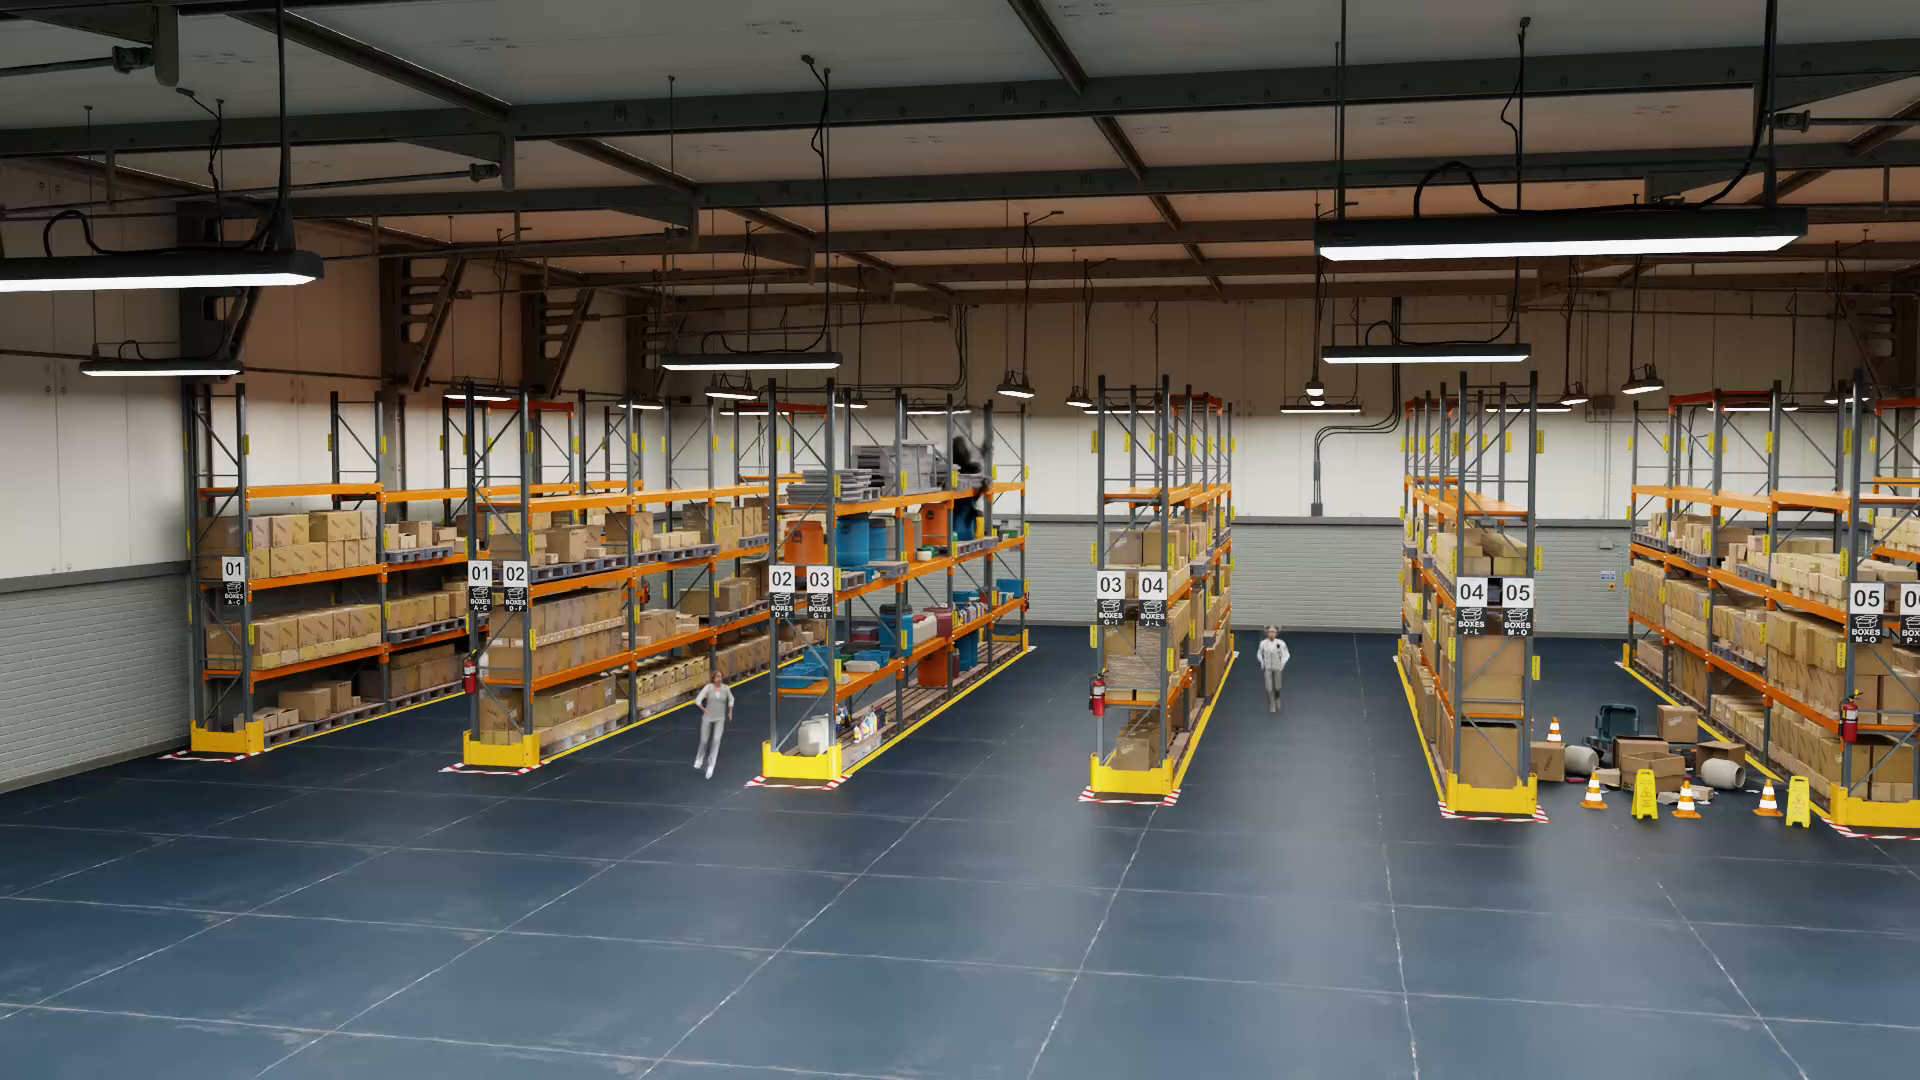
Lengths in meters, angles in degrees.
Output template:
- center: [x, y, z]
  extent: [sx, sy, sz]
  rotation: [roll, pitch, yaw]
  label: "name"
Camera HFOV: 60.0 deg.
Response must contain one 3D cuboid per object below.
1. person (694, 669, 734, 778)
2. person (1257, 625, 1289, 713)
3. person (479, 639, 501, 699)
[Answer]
- center: [-3.743, 2.817, 25.326]
  extent: [0.613, 1.508, 0.721]
  rotation: [-1, 3, -12]
  label: "person"
- center: [5.830, 2.400, 31.020]
  extent: [0.592, 1.651, 0.539]
  rotation: [1, 3, 15]
  label: "person"
- center: [-8.190, 2.526, 28.883]
  extent: [0.619, 1.638, 0.843]
  rotation: [1, 3, 10]
  label: "person"
